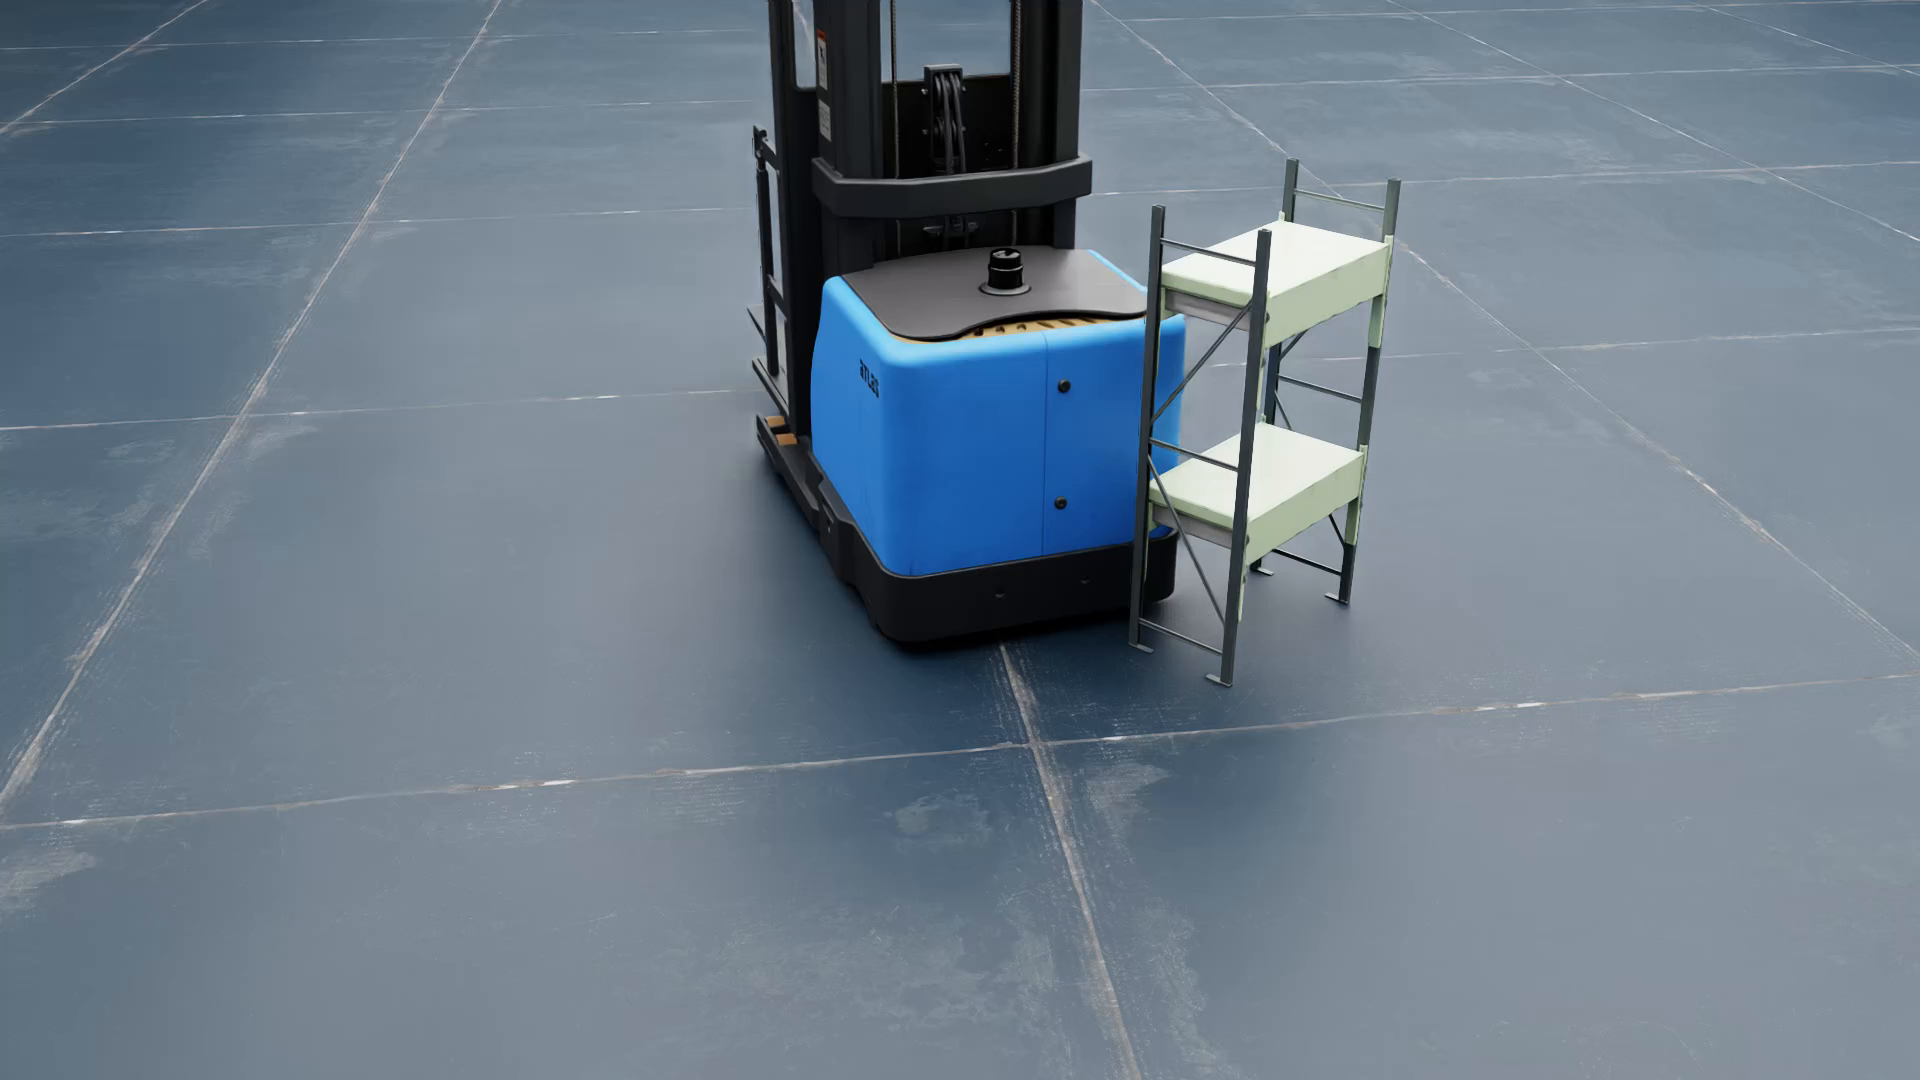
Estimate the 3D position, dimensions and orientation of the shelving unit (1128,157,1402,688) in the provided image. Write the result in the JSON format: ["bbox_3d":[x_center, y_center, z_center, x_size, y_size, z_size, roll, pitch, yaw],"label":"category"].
[{"bbox_3d":[0.964,-0.381,5.350,0.431,1.500,0.755,22,35,37],"label":"shelving unit"}]

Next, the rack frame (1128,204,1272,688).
[{"bbox_3d":[0.719,-0.257,5.108,0.400,1.500,0.023,22,35,37],"label":"rack frame"}]

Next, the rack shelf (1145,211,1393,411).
[{"bbox_3d":[0.964,-0.728,5.172,0.431,0.370,0.720,22,35,37],"label":"rack shelf"}]

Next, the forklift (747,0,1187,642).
[{"bbox_3d":[-0.209,-1.624,6.204,1.130,2.935,3.031,-9,28,-16],"label":"forklift"}]

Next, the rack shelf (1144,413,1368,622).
[{"bbox_3d":[0.964,-0.091,5.499,0.431,0.370,0.720,22,35,37],"label":"rack shelf"}]

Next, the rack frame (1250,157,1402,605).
[{"bbox_3d":[1.209,-0.505,5.592,0.400,1.500,0.023,22,35,37],"label":"rack frame"}]
